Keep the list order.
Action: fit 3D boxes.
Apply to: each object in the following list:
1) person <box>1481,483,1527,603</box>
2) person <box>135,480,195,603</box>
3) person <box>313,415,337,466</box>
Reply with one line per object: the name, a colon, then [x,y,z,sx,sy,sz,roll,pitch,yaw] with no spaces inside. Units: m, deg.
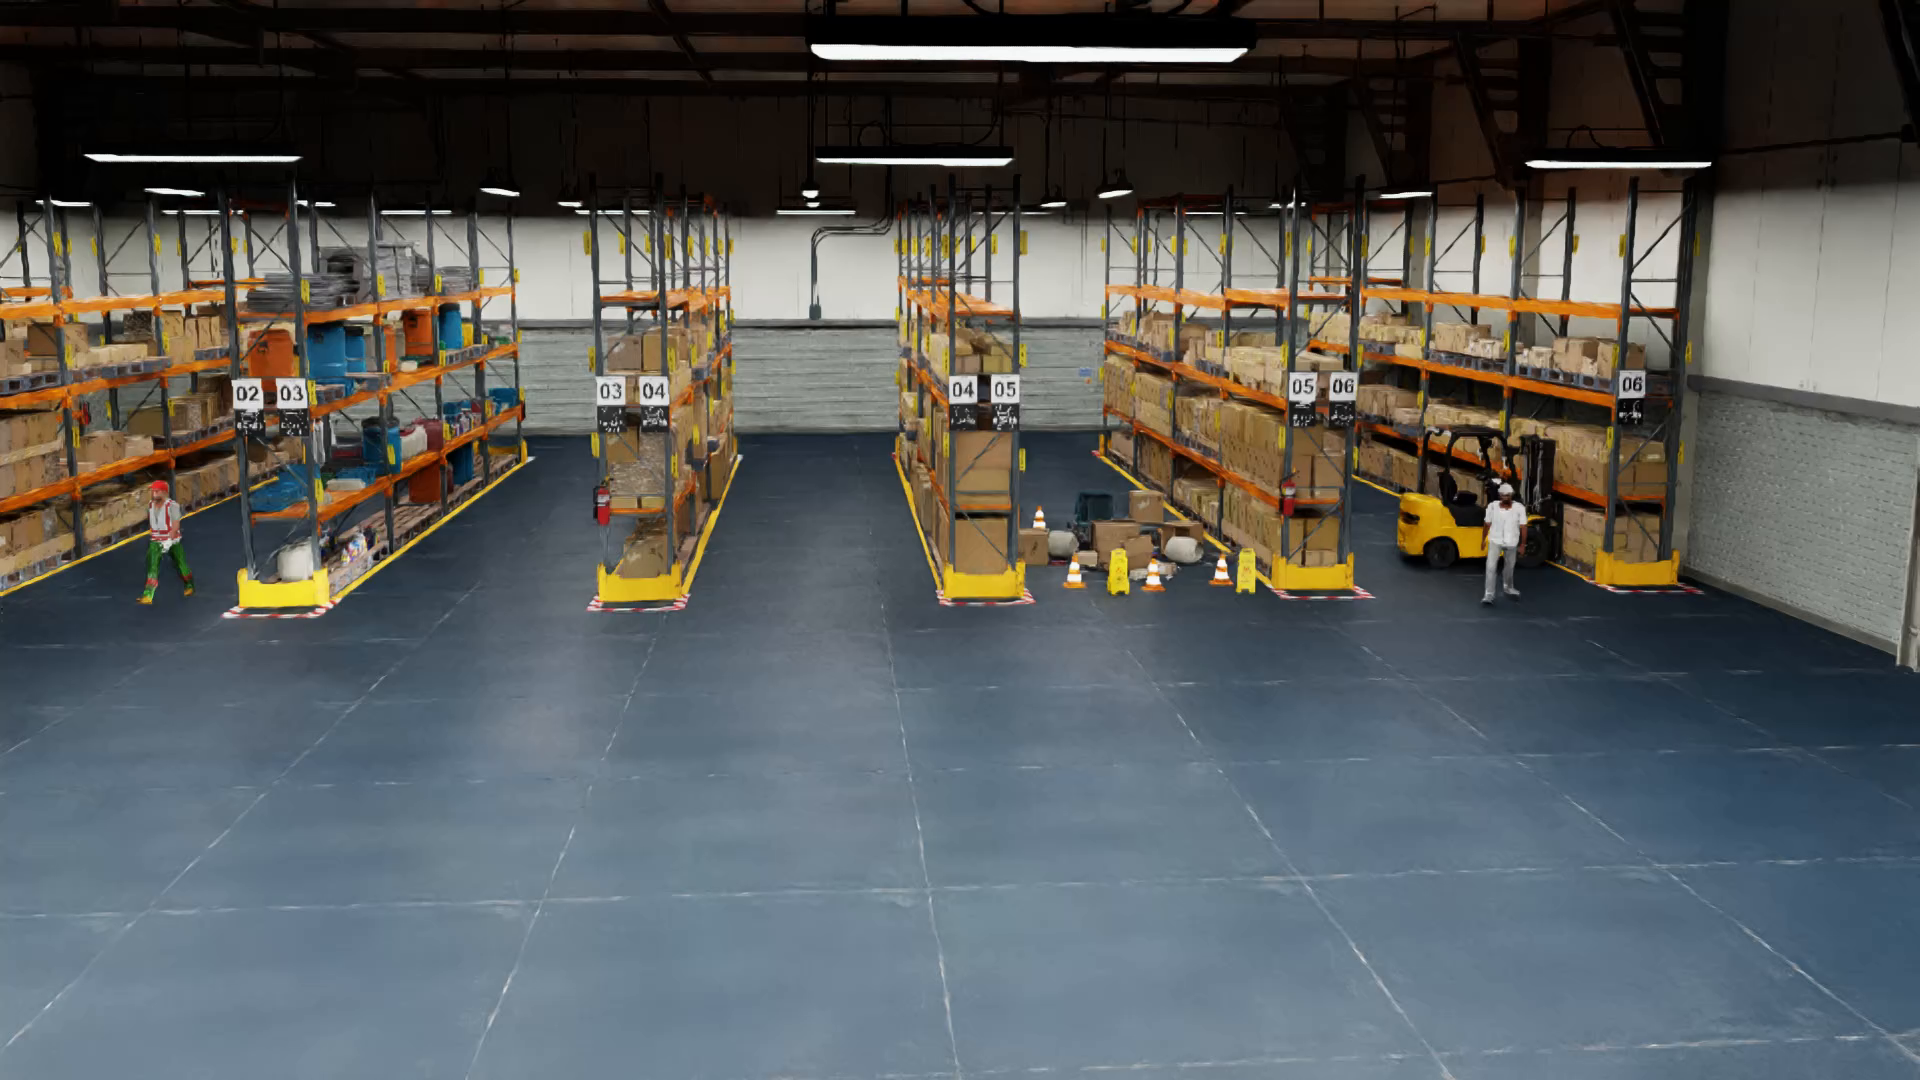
person: [7.735,0.029,23.665,0.620,1.720,0.973,3,11,18]
person: [-11.299,0.012,23.587,0.534,1.726,1.002,1,10,5]
person: [-13.282,-1.911,34.528,0.598,1.698,1.193,0,10,-2]
